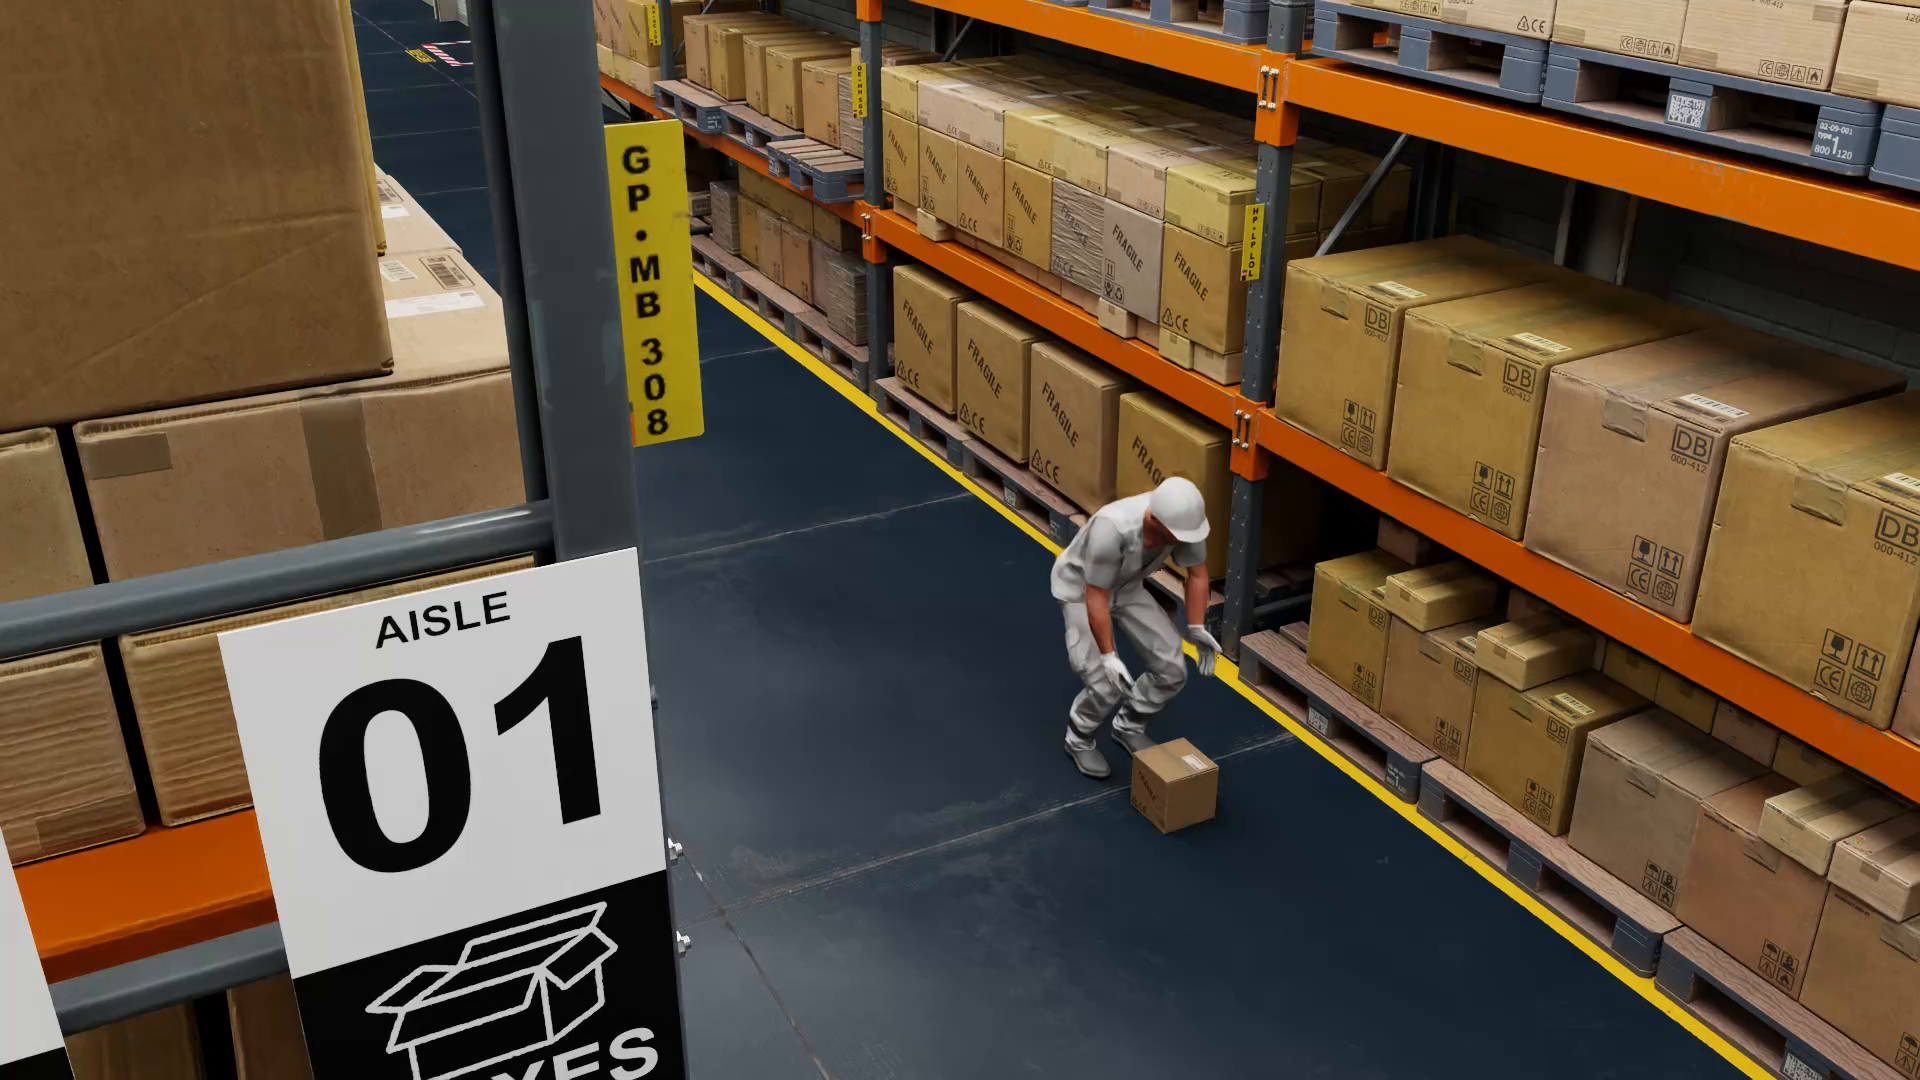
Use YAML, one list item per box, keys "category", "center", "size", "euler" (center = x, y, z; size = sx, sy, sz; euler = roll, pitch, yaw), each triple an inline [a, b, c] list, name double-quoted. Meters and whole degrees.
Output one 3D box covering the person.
- category: "person"
  center: [0.723, 0.312, 6.863]
  size: [0.584, 1.412, 0.766]
  euler: [-13, 28, -25]
